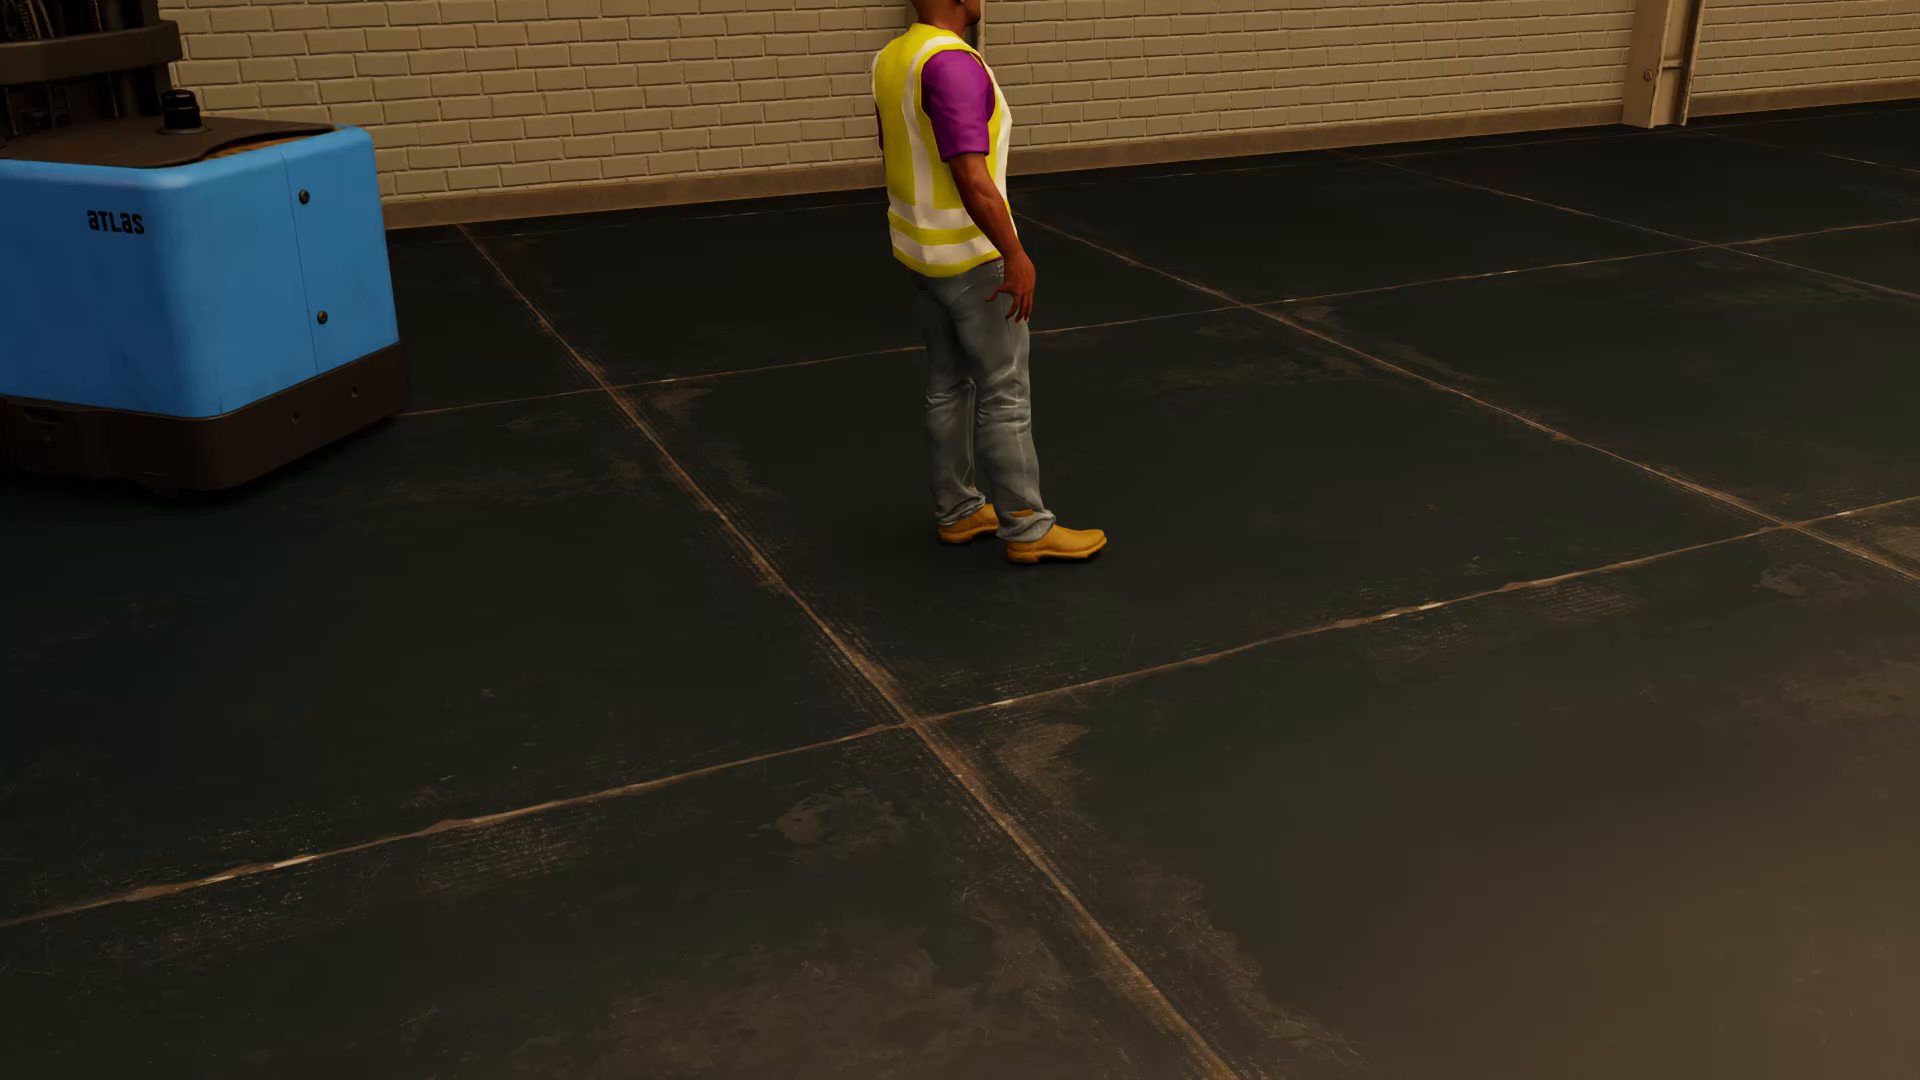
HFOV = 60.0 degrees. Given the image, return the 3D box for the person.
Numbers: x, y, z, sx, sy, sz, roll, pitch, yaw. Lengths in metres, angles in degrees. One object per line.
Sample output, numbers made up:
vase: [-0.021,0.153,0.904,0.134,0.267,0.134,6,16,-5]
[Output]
person: [0.066,-0.832,4.788,0.575,1.768,0.665,-10,25,-23]

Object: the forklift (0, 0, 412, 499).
forklift: [-3.595,-1.811,5.646,3.031,2.935,1.130,8,24,18]
